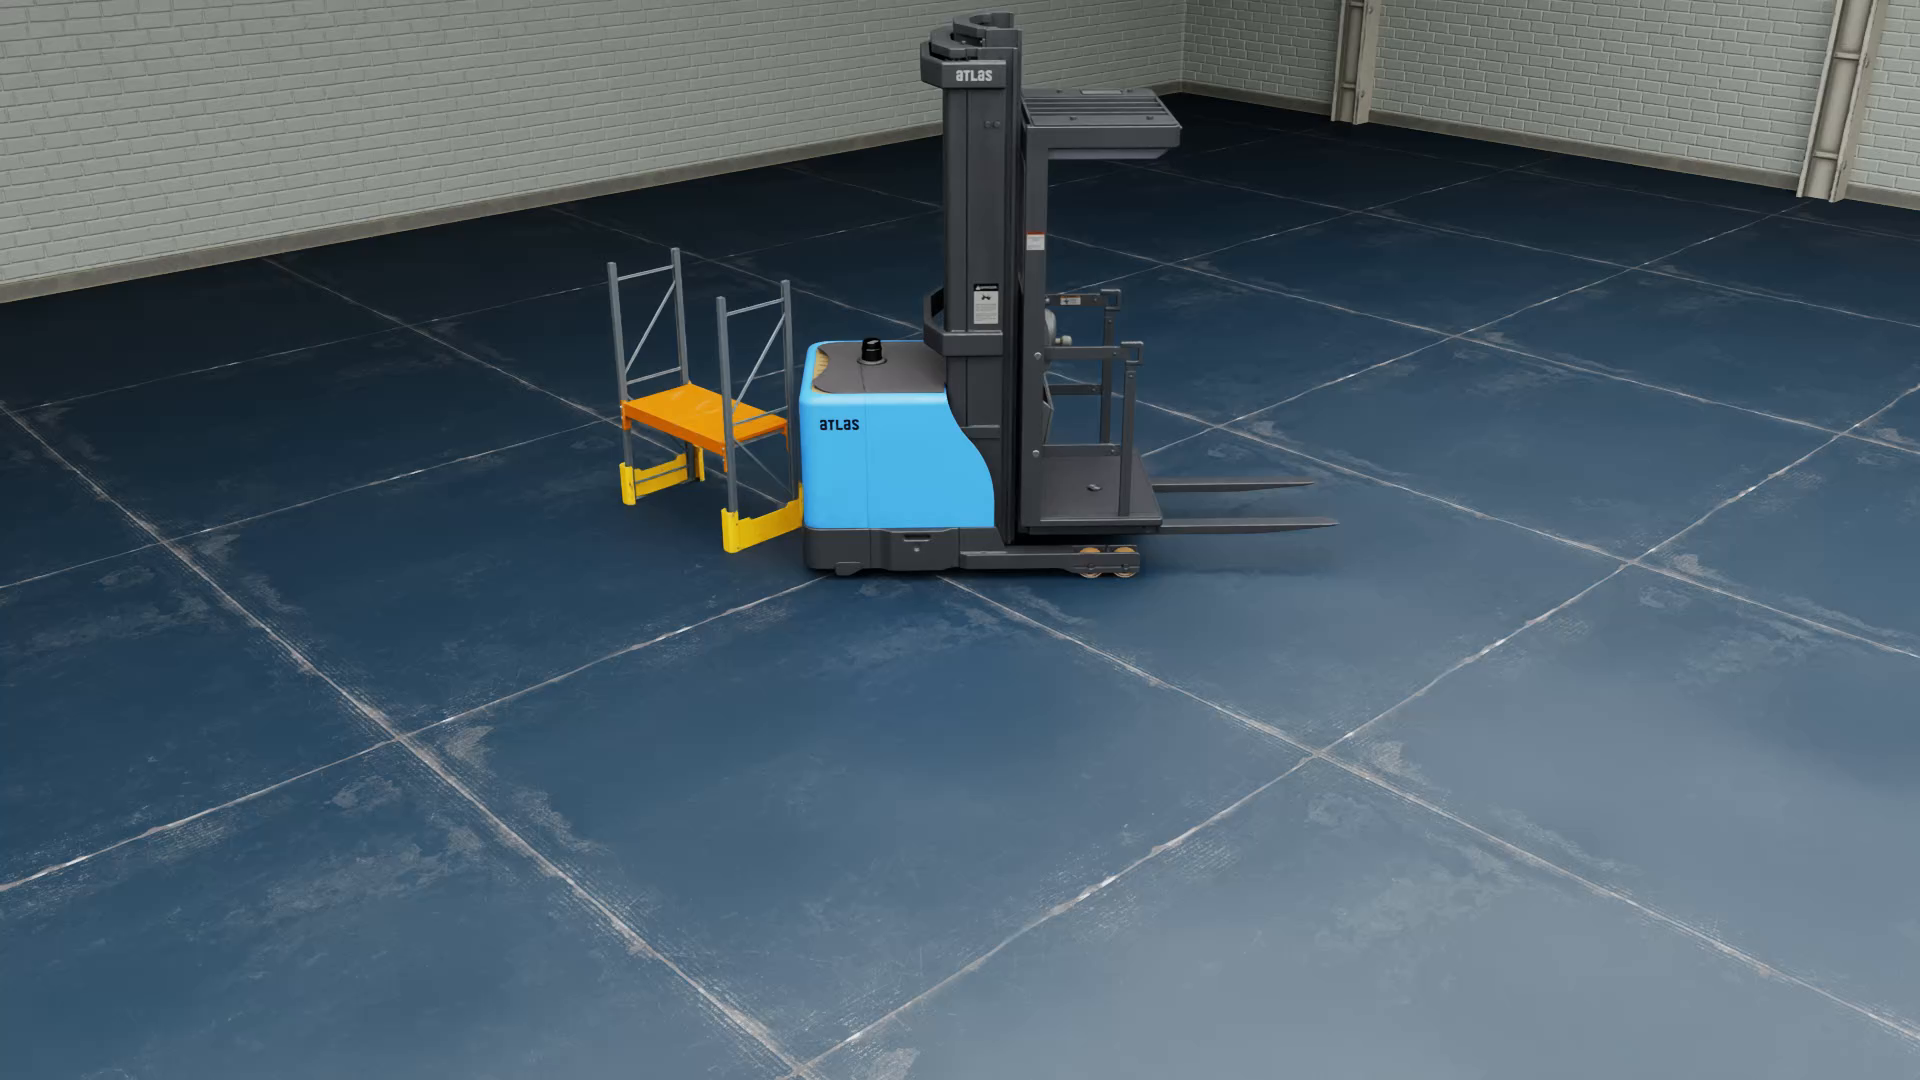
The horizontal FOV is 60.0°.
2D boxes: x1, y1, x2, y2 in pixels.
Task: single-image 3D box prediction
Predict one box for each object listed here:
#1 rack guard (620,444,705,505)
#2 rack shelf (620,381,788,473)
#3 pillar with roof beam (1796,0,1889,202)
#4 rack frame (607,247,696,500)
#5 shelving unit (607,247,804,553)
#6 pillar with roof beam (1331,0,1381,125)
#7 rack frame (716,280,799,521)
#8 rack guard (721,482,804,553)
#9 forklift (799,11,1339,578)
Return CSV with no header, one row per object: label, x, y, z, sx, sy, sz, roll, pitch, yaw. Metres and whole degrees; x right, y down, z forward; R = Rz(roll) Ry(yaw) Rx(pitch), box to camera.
rack guard,-1.853,-0.423,10.375,0.087,0.250,0.587,22,33,39
rack shelf,-1.504,-0.686,9.880,1.000,0.185,0.538,22,33,39
pillar with roof beam,6.063,-6.541,13.247,9.100,9.000,0.400,-21,32,-38
rack frame,-1.867,-0.997,10.128,0.032,1.500,0.500,22,33,39
shelving unit,-1.497,-0.847,9.799,1.083,1.500,0.587,22,33,39
pillar with roof beam,1.962,-8.359,17.232,9.100,9.000,0.400,-21,32,-38
rack frame,-1.140,-0.702,9.482,0.032,1.500,0.500,22,33,39
rack guard,-1.141,-0.134,9.742,0.087,0.250,0.587,22,33,39
forklift,0.625,-1.341,9.159,3.031,2.935,1.130,-1,25,-2
